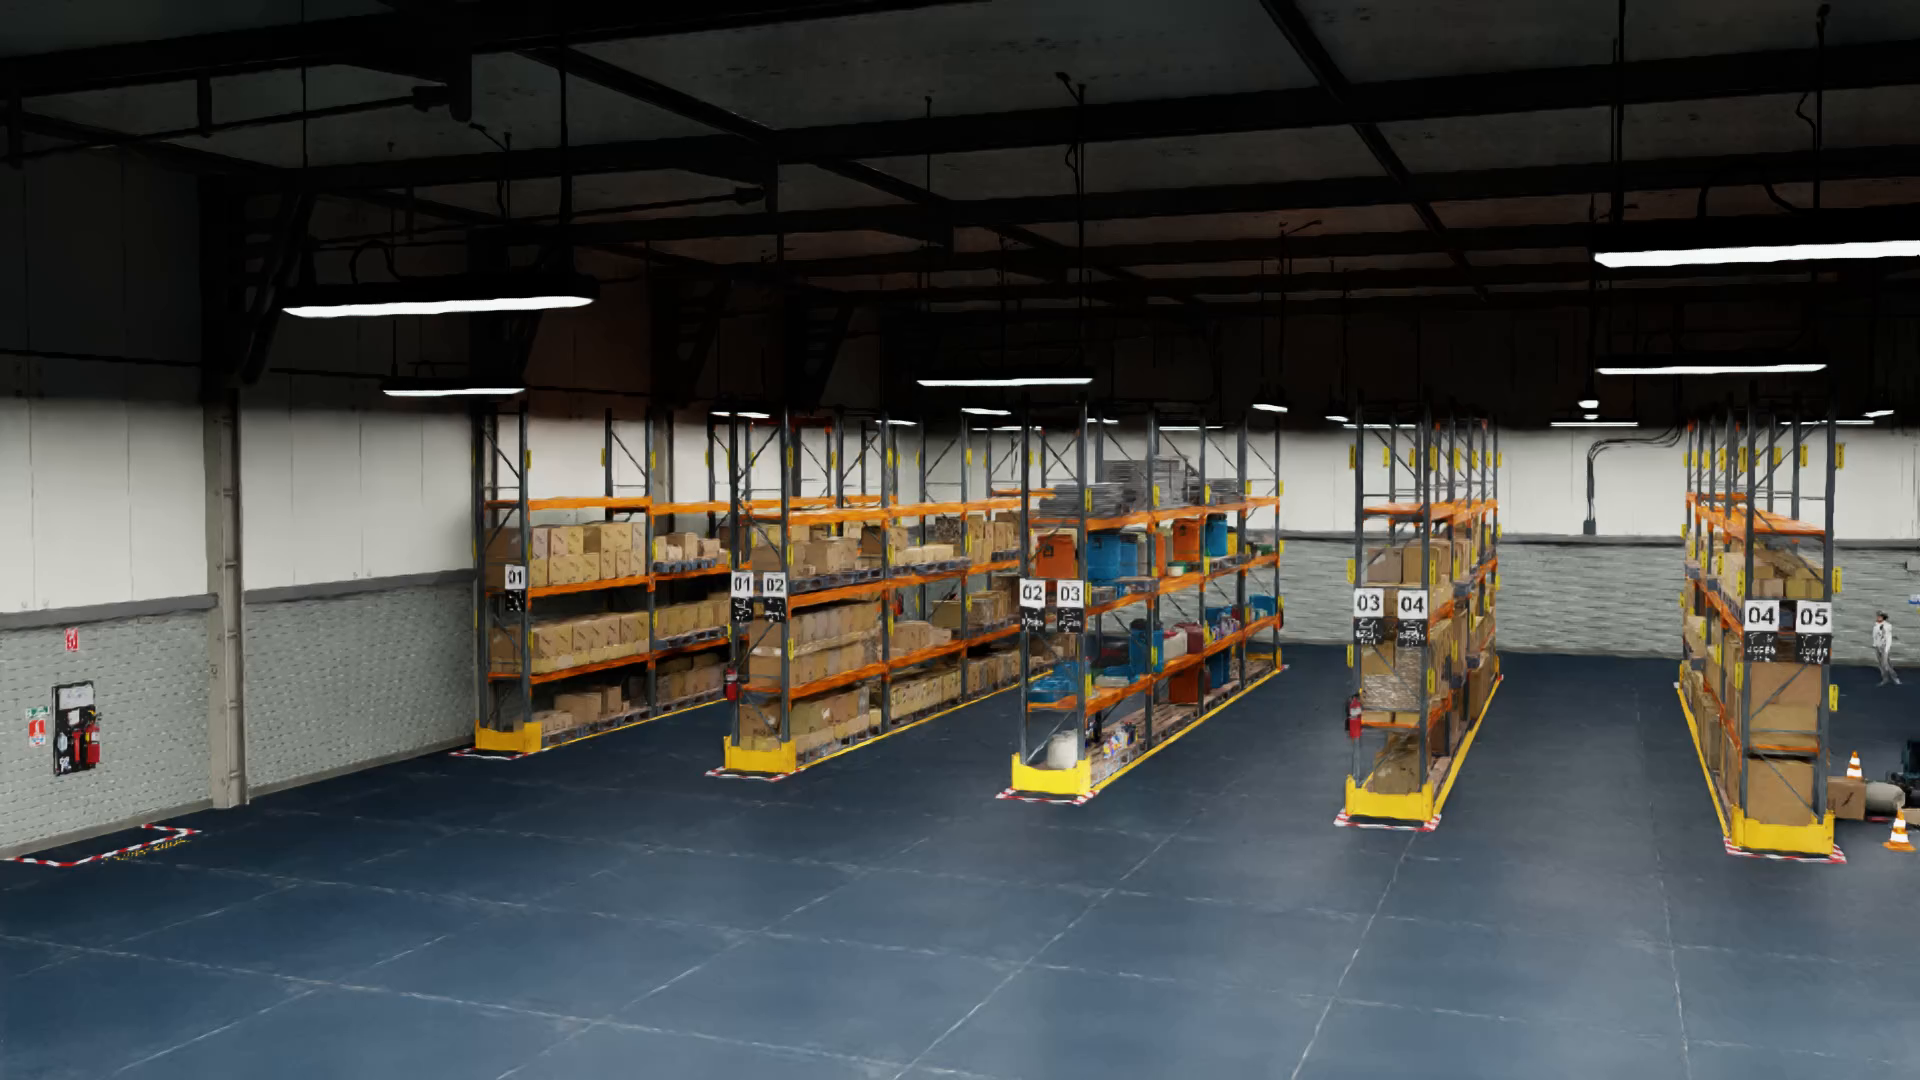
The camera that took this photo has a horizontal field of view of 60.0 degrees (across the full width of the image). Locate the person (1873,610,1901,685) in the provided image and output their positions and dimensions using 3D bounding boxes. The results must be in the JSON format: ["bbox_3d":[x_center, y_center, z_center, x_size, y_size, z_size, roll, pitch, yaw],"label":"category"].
[{"bbox_3d":[20.399,2.380,36.628,0.463,1.659,0.631,0,3,-9],"label":"person"}]

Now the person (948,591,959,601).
[{"bbox_3d":[-0.156,2.116,41.717,0.335,1.681,0.598,1,3,14],"label":"person"}]
